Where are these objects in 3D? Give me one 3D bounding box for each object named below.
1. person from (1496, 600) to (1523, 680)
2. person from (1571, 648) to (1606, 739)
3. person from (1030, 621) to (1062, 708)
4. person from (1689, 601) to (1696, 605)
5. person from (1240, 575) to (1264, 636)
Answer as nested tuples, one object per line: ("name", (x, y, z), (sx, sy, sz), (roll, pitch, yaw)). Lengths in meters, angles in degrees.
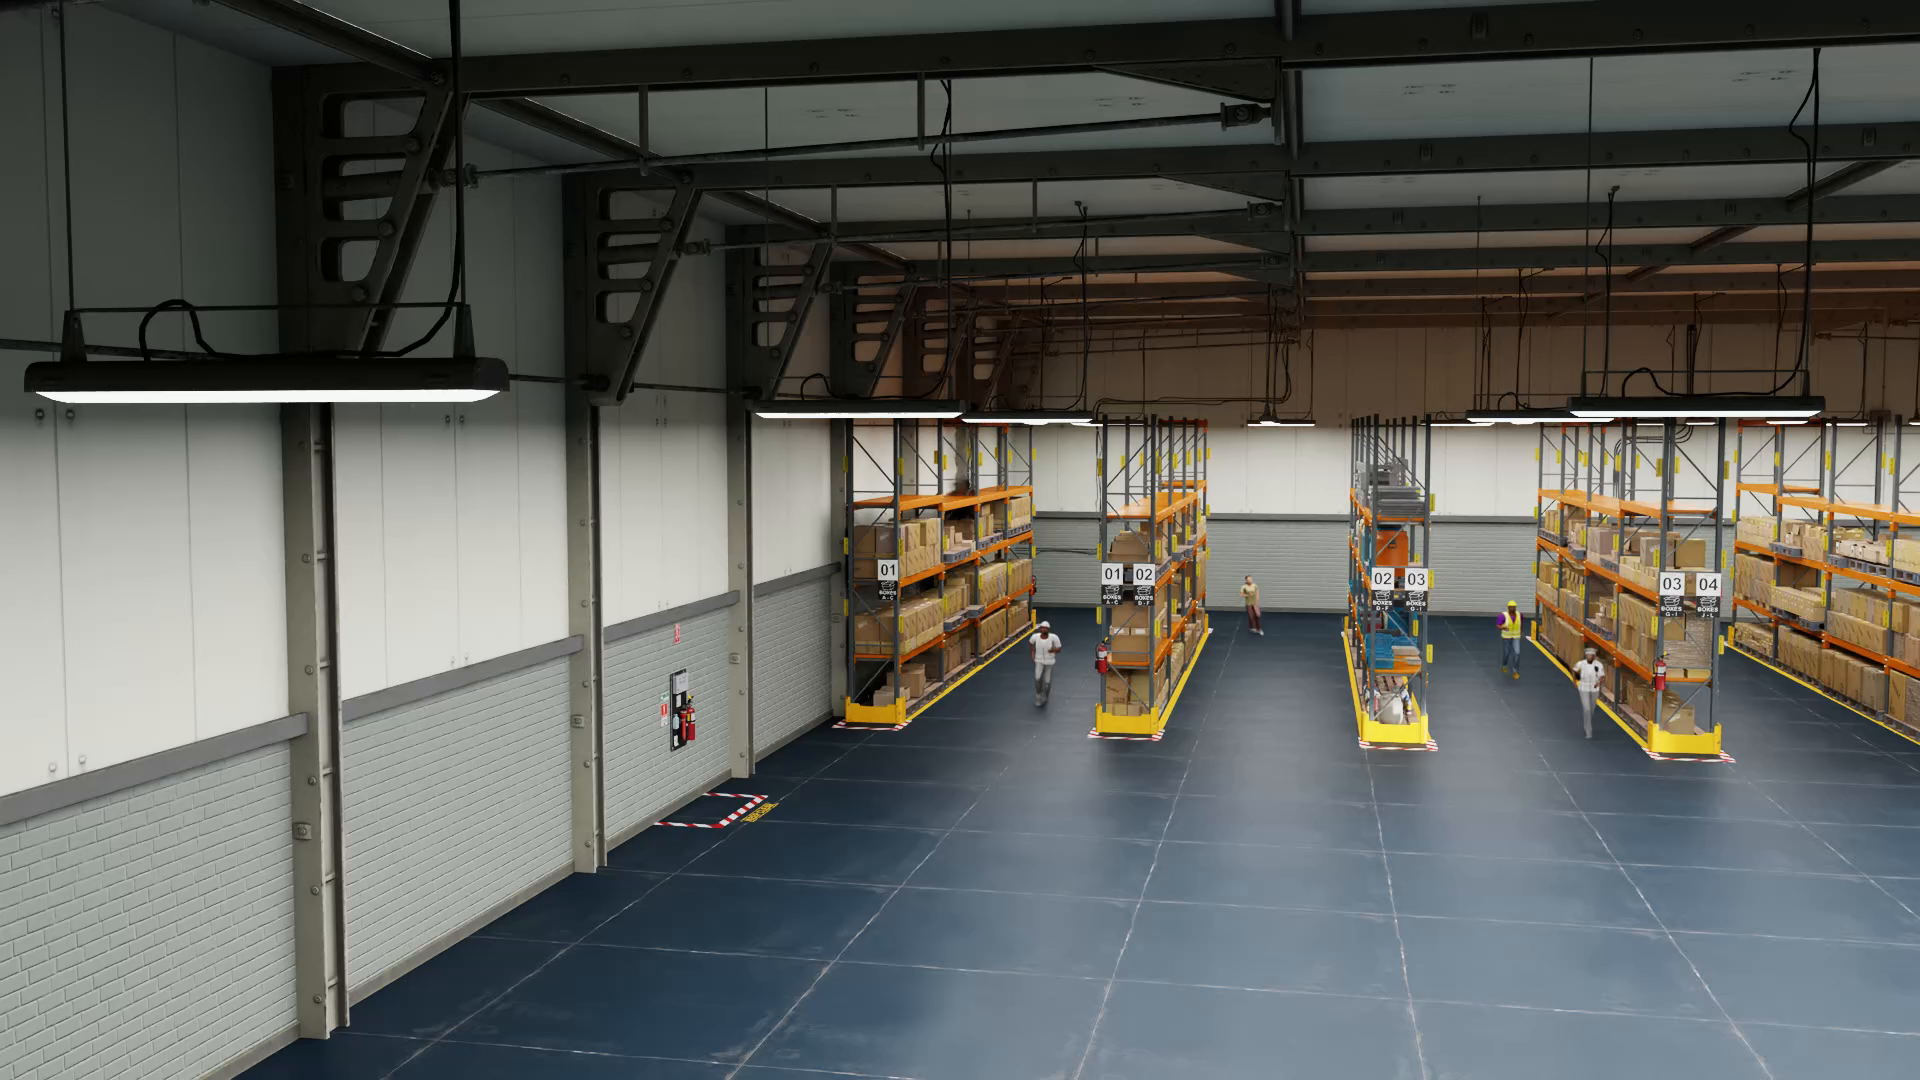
("person", (12.683, 2.278, 38.348), (0.640, 1.796, 0.890), (1, 4, 9))
("person", (11.748, 2.857, 31.120), (0.589, 1.746, 0.826), (1, 4, 12))
("person", (1.764, 2.564, 34.418), (0.676, 1.793, 0.784), (0, 4, 6))
("person", (19.972, 1.914, 45.091), (0.775, 1.729, 0.796), (-1, 4, -17))
("person", (8.115, 1.816, 46.483), (0.640, 1.690, 0.747), (0, 4, -5))
